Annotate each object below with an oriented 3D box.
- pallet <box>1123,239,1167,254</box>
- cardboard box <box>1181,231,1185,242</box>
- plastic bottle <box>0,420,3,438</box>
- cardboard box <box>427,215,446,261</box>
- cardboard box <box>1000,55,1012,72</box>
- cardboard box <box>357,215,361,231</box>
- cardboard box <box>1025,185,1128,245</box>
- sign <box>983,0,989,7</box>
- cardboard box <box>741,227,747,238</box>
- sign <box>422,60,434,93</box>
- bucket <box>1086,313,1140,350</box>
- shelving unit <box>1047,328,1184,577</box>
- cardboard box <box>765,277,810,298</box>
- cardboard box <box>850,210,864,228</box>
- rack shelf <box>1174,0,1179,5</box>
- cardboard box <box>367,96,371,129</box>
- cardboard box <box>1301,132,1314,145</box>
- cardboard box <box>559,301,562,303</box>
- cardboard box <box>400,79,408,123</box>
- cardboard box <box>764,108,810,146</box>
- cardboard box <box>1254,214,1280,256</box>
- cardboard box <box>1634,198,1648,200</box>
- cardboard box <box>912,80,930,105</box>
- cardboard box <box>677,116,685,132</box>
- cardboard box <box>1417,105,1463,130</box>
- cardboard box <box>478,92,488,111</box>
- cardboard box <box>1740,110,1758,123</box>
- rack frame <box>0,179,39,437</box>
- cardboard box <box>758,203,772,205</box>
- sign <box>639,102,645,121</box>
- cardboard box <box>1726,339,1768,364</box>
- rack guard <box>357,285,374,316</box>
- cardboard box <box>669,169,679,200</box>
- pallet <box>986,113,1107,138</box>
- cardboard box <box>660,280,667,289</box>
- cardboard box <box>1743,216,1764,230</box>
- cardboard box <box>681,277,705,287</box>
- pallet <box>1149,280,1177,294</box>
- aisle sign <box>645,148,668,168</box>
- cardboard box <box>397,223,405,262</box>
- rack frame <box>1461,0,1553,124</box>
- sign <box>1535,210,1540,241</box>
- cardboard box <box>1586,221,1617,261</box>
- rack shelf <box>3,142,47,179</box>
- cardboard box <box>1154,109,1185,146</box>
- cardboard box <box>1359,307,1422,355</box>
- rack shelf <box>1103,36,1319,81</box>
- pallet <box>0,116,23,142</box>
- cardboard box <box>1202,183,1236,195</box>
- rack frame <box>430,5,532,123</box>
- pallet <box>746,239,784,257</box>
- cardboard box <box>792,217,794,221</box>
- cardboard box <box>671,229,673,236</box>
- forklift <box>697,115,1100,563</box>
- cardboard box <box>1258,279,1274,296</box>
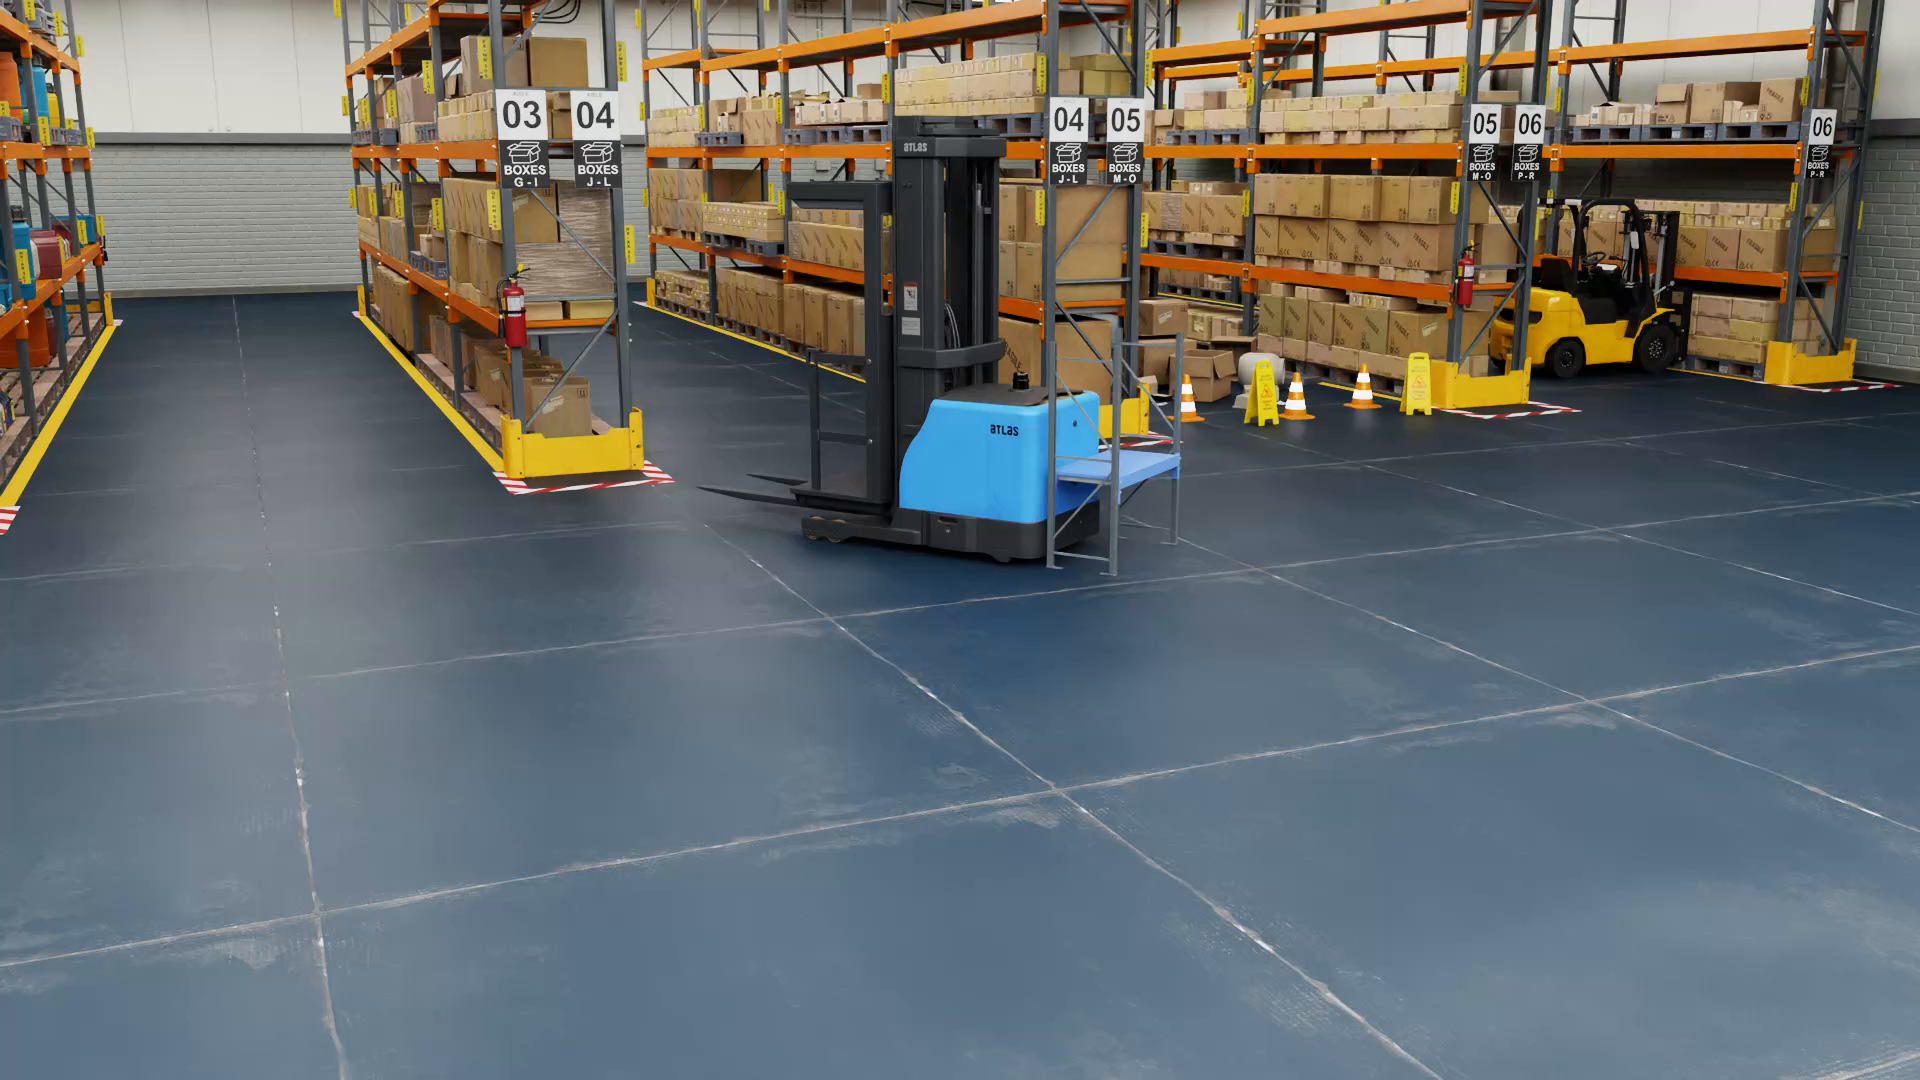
[{"bbox_3d":[2.931,-4.370,24.525,1.213,0.211,1.003,-6,14,-23],"label":"pallet"},{"bbox_3d":[3.285,-4.214,23.051,0.380,0.149,0.250,-6,14,-25],"label":"cardboard box"},{"bbox_3d":[-8.606,-1.014,14.829,0.097,0.201,0.097,0,13,0],"label":"plastic bottle"},{"bbox_3d":[-5.709,-3.484,19.112,0.797,0.503,0.637,-4,14,-17],"label":"cardboard box"},{"bbox_3d":[0.611,-4.605,16.096,0.380,0.149,0.250,-5,14,-22],"label":"cardboard box"},{"bbox_3d":[-9.792,-5.307,27.821,0.500,0.250,0.500,-6,14,-24],"label":"cardboard box"},{"bbox_3d":[1.145,-3.160,16.142,0.875,0.550,0.550,-6,14,-23],"label":"cardboard box"},{"bbox_3d":[0.428,-8.837,27.674,0.100,0.325,0.005,-6,14,-23],"label":"sign"},{"bbox_3d":[-2.973,-4.488,24.233,0.380,0.149,0.250,-6,14,-25],"label":"cardboard box"},{"bbox_3d":[-5.437,-4.734,16.999,0.100,0.325,0.005,-6,14,-23],"label":"sign"},{"bbox_3d":[1.822,-2.633,20.481,0.726,0.611,0.620,-1,3,-4],"label":"bucket"},{"bbox_3d":[1.055,-0.622,11.232,0.538,1.500,1.048,7,15,29],"label":"shelving unit"},{"bbox_3d":[-2.461,-3.603,23.734,0.500,0.250,0.500,-6,14,-24],"label":"cardboard box"},{"bbox_3d":[-0.959,-4.155,20.732,0.700,0.500,0.500,-6,14,-23],"label":"cardboard box"},{"bbox_3d":[4.691,-10.481,31.424,1.077,0.370,4.000,-6,14,-23],"label":"rack shelf"},{"bbox_3d":[-8.714,-6.564,25.550,0.700,0.500,0.500,-5,14,-20],"label":"cardboard box"},{"bbox_3d":[4.369,-4.871,20.171,0.380,0.149,0.250,-5,14,-21],"label":"cardboard box"},{"bbox_3d":[-3.392,-2.118,14.924,0.380,0.149,0.250,-6,14,-23],"label":"cardboard box"},{"bbox_3d":[-6.380,-5.234,19.850,0.500,0.500,0.500,-6,14,-23],"label":"cardboard box"},{"bbox_3d":[-2.408,-5.738,23.137,0.500,0.500,0.500,-6,14,-23],"label":"cardboard box"},{"bbox_3d":[4.071,-3.852,20.981,0.500,0.500,0.500,-6,14,-23],"label":"cardboard box"},{"bbox_3d":[9.283,-4.586,22.711,0.380,0.149,0.250,-6,14,-23],"label":"cardboard box"},{"bbox_3d":[-0.202,-4.863,18.096,0.500,0.250,0.500,-6,14,-23],"label":"cardboard box"},{"bbox_3d":[-4.378,-6.880,27.514,0.500,0.250,0.500,-5,14,-21],"label":"cardboard box"},{"bbox_3d":[5.301,-4.563,17.953,0.500,0.250,0.500,-6,14,-24],"label":"cardboard box"},{"bbox_3d":[-3.931,-3.776,14.328,0.380,0.149,0.250,-6,14,-25],"label":"cardboard box"},{"bbox_3d":[9.689,-5.133,20.149,0.380,0.149,0.250,-6,14,-25],"label":"cardboard box"},{"bbox_3d":[-9.468,-2.432,15.727,1.000,3.000,0.127,-6,14,-23],"label":"rack frame"},{"bbox_3d":[-2.894,-5.103,25.573,0.380,0.149,0.250,-6,14,-23],"label":"cardboard box"},{"bbox_3d":[-5.649,-7.624,29.568,0.100,0.325,0.005,-6,14,-23],"label":"sign"},{"bbox_3d":[9.822,-2.331,20.456,0.500,0.250,0.500,-6,14,-23],"label":"cardboard box"},{"bbox_3d":[-9.746,-4.146,28.675,1.175,0.500,0.348,-6,14,-23],"label":"rack guard"},{"bbox_3d":[-4.612,-6.032,28.181,0.500,0.500,0.500,-6,14,-25],"label":"cardboard box"},{"bbox_3d":[0.951,-4.051,16.264,1.003,0.211,1.213,-6,14,-23],"label":"pallet"},{"bbox_3d":[-5.119,-4.553,29.623,0.380,0.149,0.250,-6,14,-23],"label":"cardboard box"},{"bbox_3d":[9.774,-3.859,20.229,0.380,0.149,0.250,-5,14,-22],"label":"cardboard box"},{"bbox_3d":[-4.520,-4.378,28.205,0.380,0.149,0.250,-6,14,-25],"label":"cardboard box"},{"bbox_3d":[4.241,-5.164,33.715,1.003,0.211,1.213,-6,14,-23],"label":"pallet"},{"bbox_3d":[-5.456,-7.041,29.872,0.394,0.787,0.004,-6,14,-23],"label":"aisle sign"},{"bbox_3d":[-7.151,-3.938,22.010,0.500,0.500,0.500,-6,14,-23],"label":"cardboard box"},{"bbox_3d":[5.753,-5.871,17.280,1.000,3.000,0.127,-6,14,-23],"label":"rack frame"},{"bbox_3d":[6.250,-3.419,18.071,0.100,0.325,0.005,-6,14,-23],"label":"sign"},{"bbox_3d":[8.859,-4.051,22.500,0.500,0.500,0.500,-5,14,-22],"label":"cardboard box"},{"bbox_3d":[-10.269,-3.956,17.255,1.077,0.370,4.000,-6,14,-23],"label":"rack shelf"},{"bbox_3d":[3.185,-5.800,23.397,0.797,0.503,0.637,-6,14,-23],"label":"cardboard box"},{"bbox_3d":[4.981,-2.428,19.212,0.500,0.500,0.500,-5,14,-21],"label":"cardboard box"},{"bbox_3d":[3.349,-6.565,22.762,1.077,0.370,4.000,-6,14,-23],"label":"rack shelf"},{"bbox_3d":[-9.089,-3.661,14.804,1.213,0.211,1.003,-6,14,-23],"label":"pallet"},{"bbox_3d":[3.471,-4.705,22.296,0.380,0.149,0.250,-6,14,-25],"label":"cardboard box"},{"bbox_3d":[-4.930,-5.802,16.983,1.000,3.000,0.127,-6,14,-23],"label":"rack frame"},{"bbox_3d":[-2.330,-4.177,23.692,1.213,0.211,1.003,-6,14,-23],"label":"pallet"},{"bbox_3d":[-2.278,-4.641,24.236,0.380,0.149,0.250,-6,14,-23],"label":"cardboard box"},{"bbox_3d":[-4.808,-5.358,28.927,0.380,0.149,0.250,-6,14,-24],"label":"cardboard box"},{"bbox_3d":[-0.538,-1.502,11.859,3.031,2.935,1.130,8,15,30],"label":"forklift"},{"bbox_3d":[5.702,-4.634,29.852,0.500,0.500,0.500,-6,14,-24],"label":"cardboard box"}]
